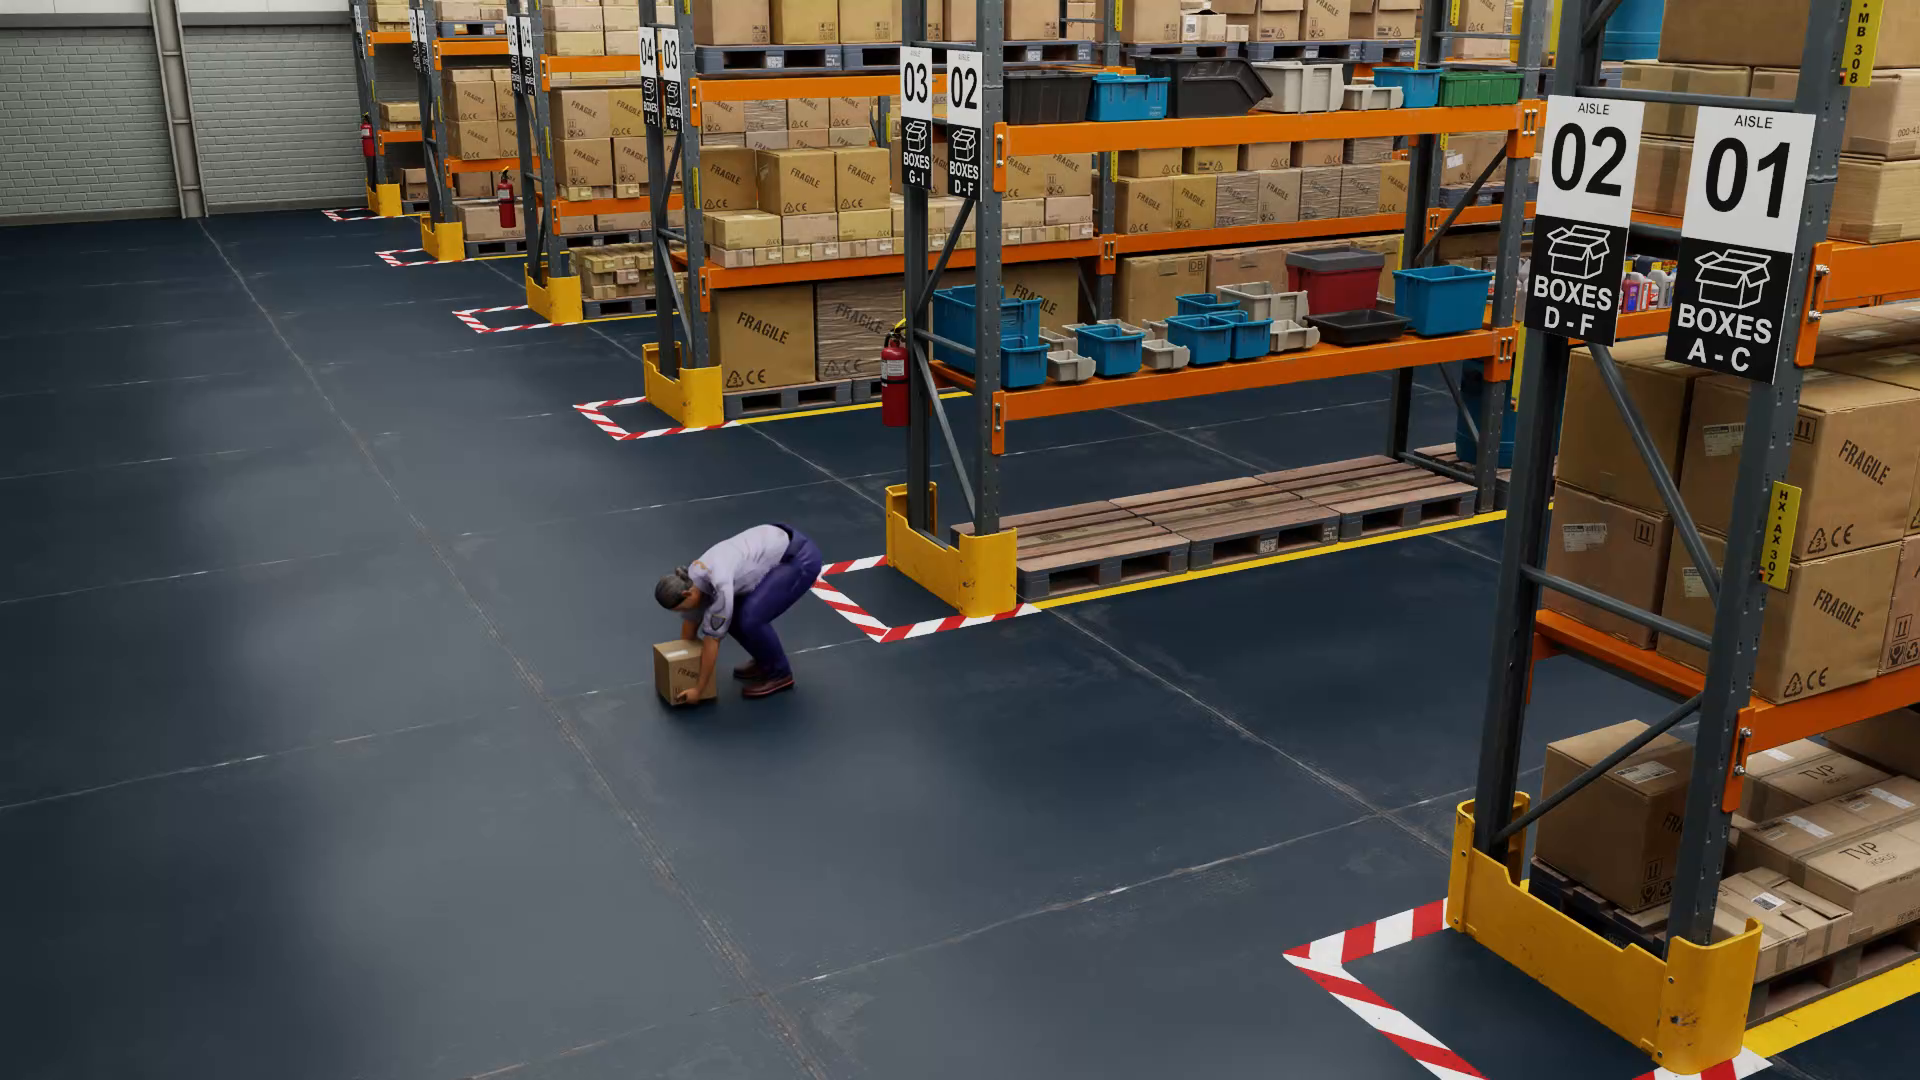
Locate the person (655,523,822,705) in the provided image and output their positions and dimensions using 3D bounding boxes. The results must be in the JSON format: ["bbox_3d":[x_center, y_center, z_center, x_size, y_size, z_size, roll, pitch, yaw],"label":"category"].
[{"bbox_3d":[-1.159,0.378,8.708,0.898,0.854,0.506,-11,21,-29],"label":"person"}]
